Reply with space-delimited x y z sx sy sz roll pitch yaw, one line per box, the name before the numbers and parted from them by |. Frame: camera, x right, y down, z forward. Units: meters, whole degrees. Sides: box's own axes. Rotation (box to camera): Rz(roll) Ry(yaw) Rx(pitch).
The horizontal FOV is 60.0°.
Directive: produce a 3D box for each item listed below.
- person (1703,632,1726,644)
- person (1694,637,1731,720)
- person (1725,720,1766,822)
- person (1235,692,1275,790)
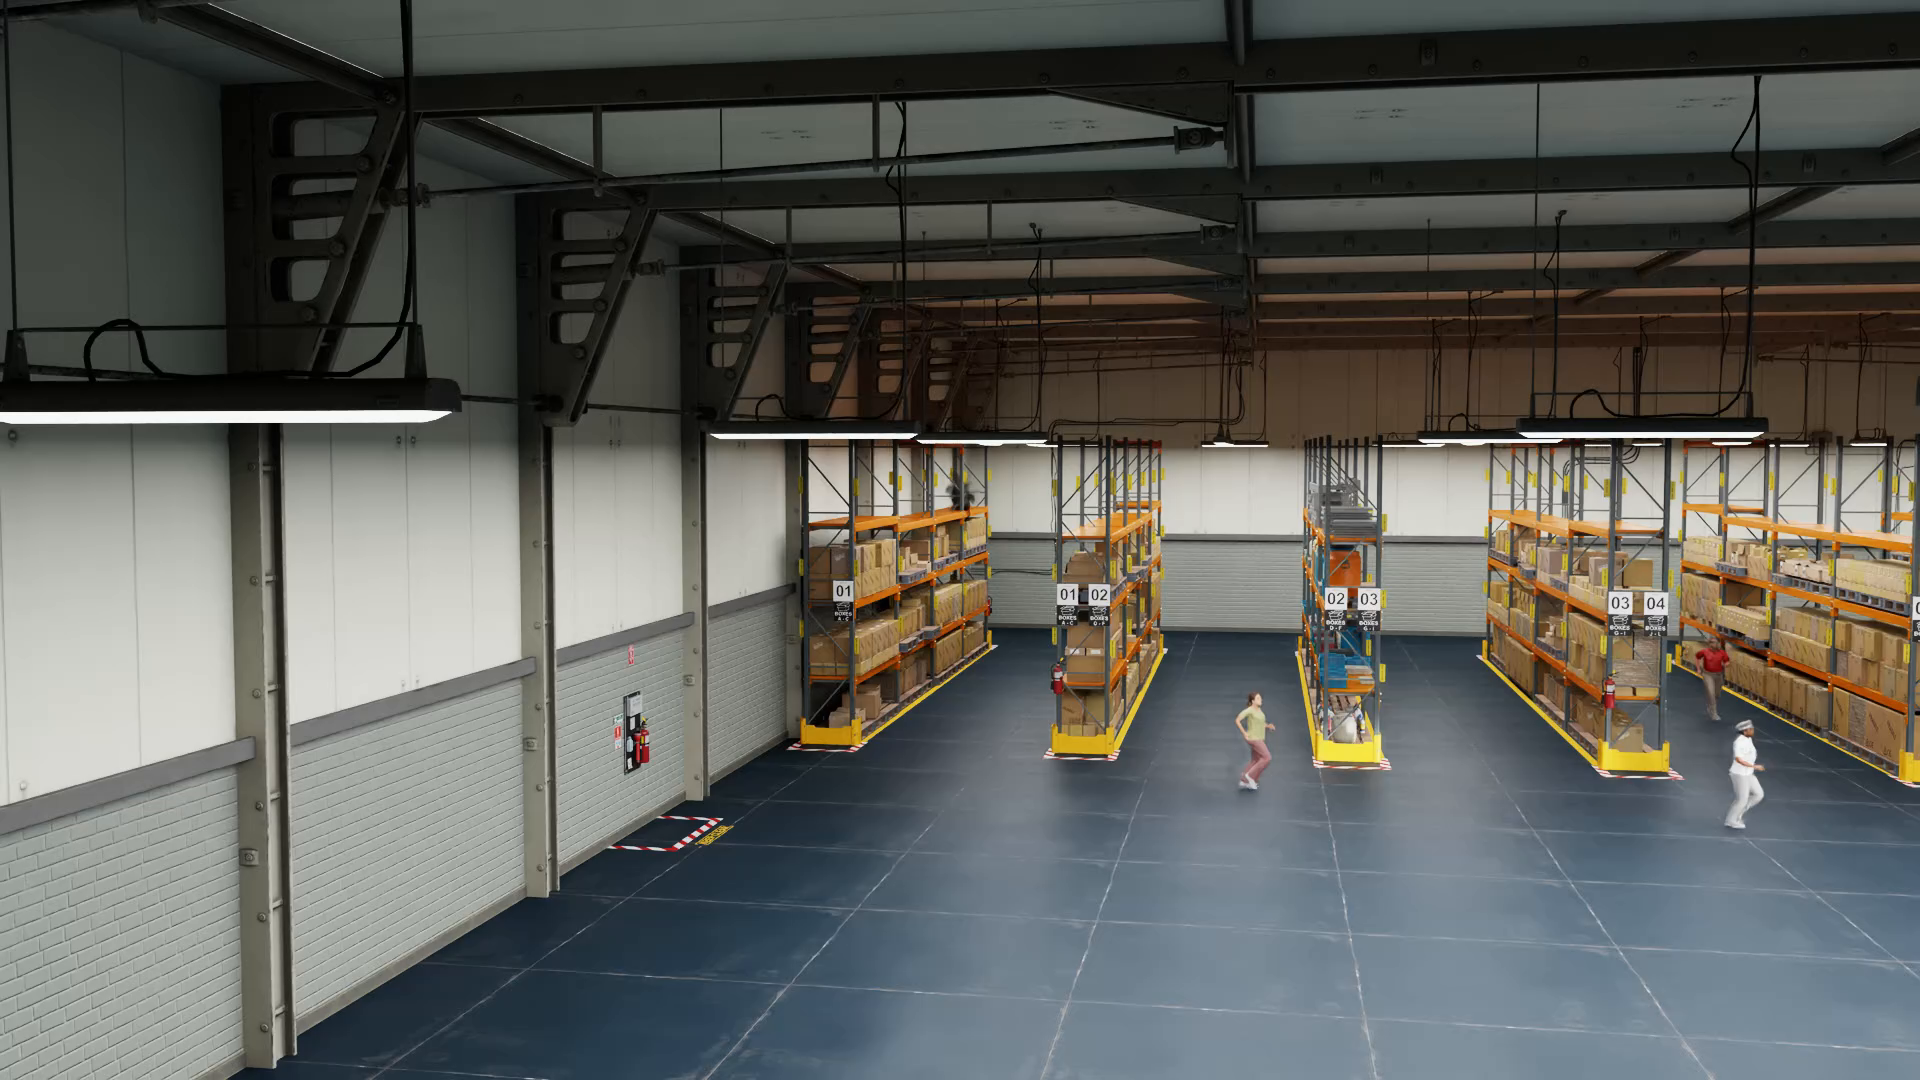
person | 19.980 2.718 39.846 2.472 1.736 12.418 1 3 16
person | 16.030 2.924 35.392 0.663 1.713 0.934 0 3 6
person | 11.857 3.490 25.056 0.577 1.591 0.586 2 4 39
person | 4.996 3.370 27.961 0.626 1.638 0.558 2 4 33
